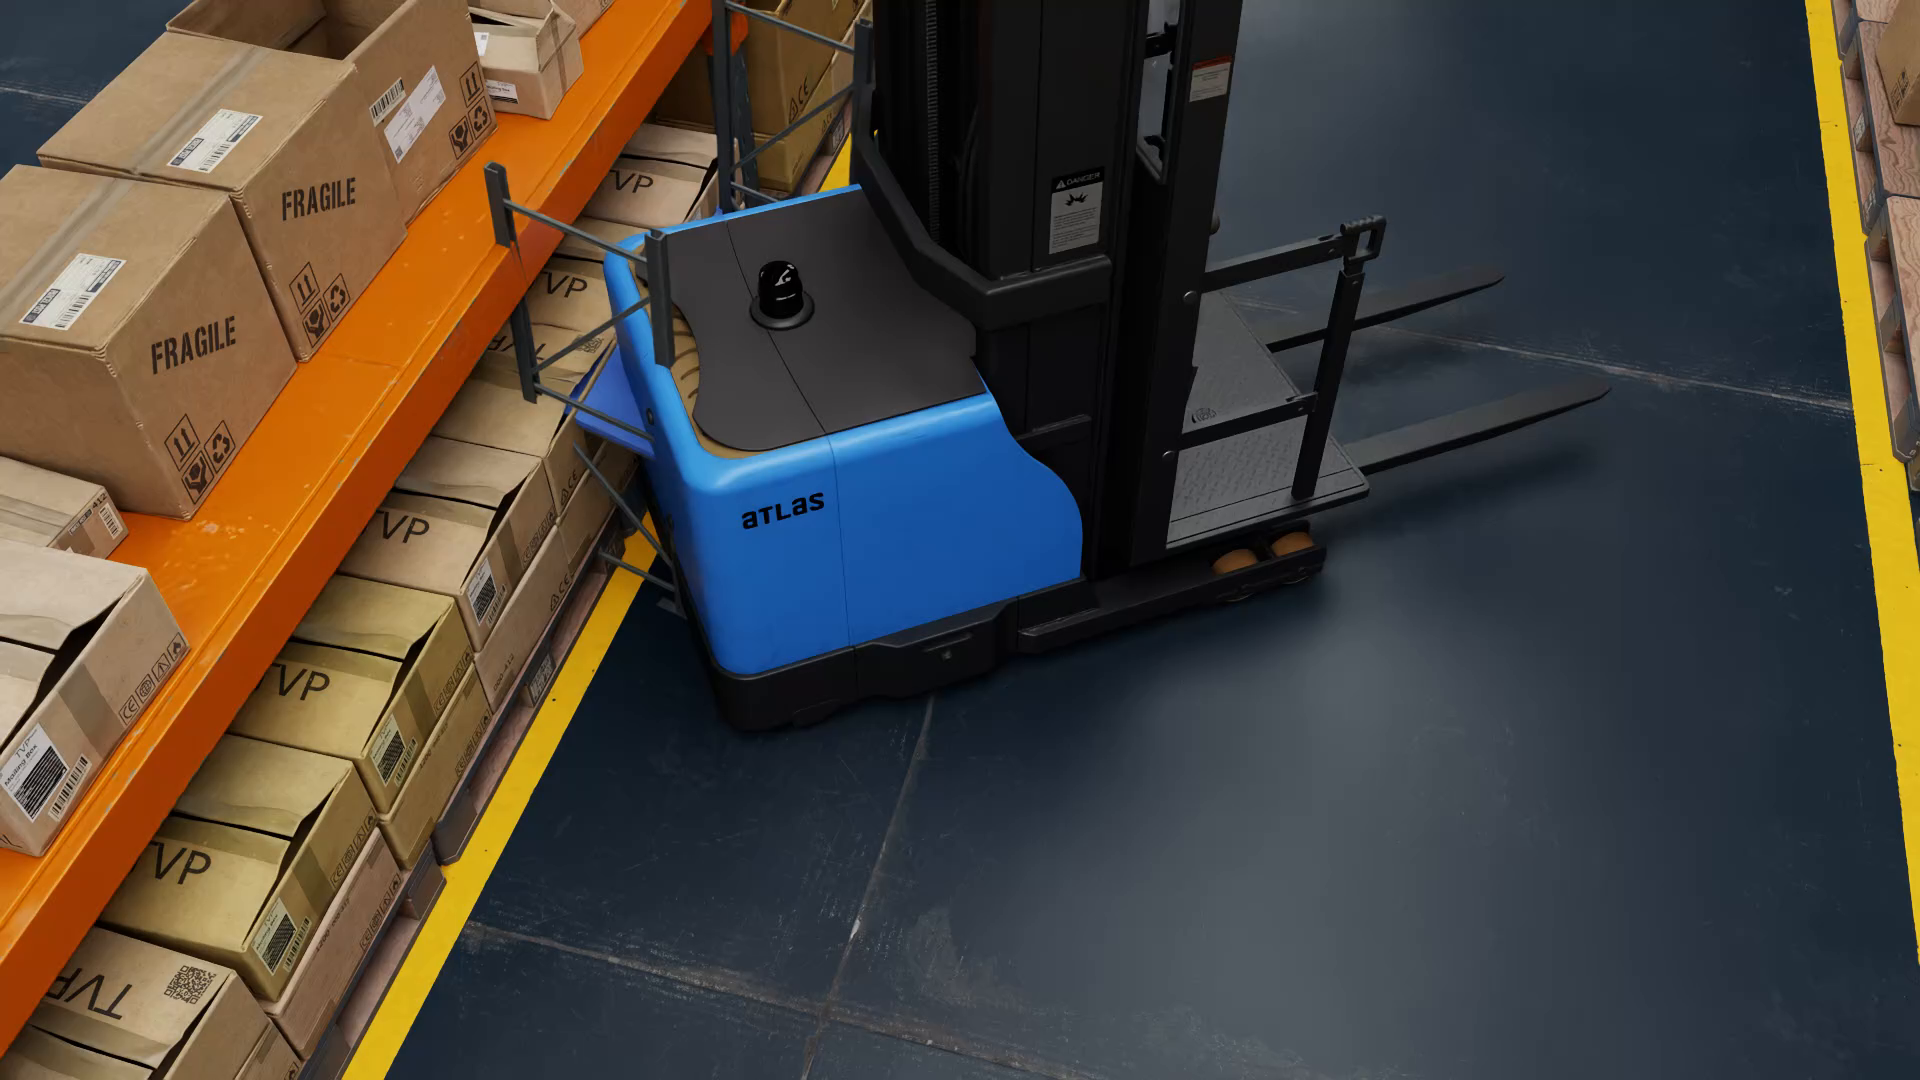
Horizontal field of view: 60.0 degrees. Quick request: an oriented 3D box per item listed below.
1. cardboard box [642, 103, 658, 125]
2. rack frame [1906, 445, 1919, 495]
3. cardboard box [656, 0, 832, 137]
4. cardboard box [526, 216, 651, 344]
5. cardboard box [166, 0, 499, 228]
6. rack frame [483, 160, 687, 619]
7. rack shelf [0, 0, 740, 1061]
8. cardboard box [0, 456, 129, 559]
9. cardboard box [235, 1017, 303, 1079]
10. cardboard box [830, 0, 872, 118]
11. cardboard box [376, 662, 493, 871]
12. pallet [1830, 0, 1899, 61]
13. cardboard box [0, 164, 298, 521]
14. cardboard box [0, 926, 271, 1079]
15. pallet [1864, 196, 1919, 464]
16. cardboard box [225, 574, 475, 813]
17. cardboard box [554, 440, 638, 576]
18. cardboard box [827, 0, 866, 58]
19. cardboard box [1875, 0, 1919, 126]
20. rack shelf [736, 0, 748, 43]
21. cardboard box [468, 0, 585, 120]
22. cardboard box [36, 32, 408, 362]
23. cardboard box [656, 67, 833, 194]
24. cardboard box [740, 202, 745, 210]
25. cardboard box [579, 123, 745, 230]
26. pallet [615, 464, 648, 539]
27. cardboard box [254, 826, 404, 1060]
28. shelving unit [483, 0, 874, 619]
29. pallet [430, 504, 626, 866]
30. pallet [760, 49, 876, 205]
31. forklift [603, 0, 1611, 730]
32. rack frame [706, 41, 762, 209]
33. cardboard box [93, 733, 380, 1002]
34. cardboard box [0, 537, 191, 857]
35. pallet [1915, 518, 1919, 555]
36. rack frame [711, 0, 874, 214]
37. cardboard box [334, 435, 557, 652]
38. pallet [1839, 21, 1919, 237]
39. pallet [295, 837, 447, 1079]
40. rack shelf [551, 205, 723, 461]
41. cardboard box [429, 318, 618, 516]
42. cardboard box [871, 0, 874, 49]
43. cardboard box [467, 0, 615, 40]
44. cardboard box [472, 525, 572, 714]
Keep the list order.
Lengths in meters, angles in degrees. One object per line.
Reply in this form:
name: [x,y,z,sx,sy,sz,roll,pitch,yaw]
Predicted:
cardboard box: [-1.295,-1.674,6.281,0.500,0.250,0.500,12,50,10]
rack frame: [3.574,-1.092,4.213,1.000,3.000,0.127,12,50,10]
cardboard box: [-0.782,-1.817,5.907,0.500,0.500,0.500,12,50,10]
cardboard box: [-1.167,-0.754,5.095,0.500,0.311,0.500,13,50,11]
cardboard box: [-1.562,-1.166,4.212,0.500,0.500,0.500,15,50,13]
rack frame: [-0.977,-0.336,4.522,0.500,1.500,0.032,24,53,13]
rack shelf: [-1.732,-0.382,4.066,1.077,0.370,4.000,12,50,10]
cardboard box: [-1.977,-0.024,3.438,0.380,0.149,0.250,15,50,13]
cardboard box: [-1.838,1.277,3.676,0.500,0.250,0.500,11,50,10]
cardboard box: [-0.655,-1.932,6.508,0.500,0.250,0.500,12,50,10]
cardboard box: [-1.575,0.536,4.330,0.500,0.250,0.500,10,49,9]
pallet: [4.359,-2.427,7.251,1.003,0.211,1.213,12,50,10]
cardboard box: [-1.833,-0.423,3.556,0.500,0.500,0.500,9,49,8]
cardboard box: [-1.838,1.091,3.466,0.500,0.311,0.500,13,50,11]
pallet: [3.717,-0.662,5.693,1.003,0.211,1.213,12,50,10]
cardboard box: [-1.571,0.341,4.128,0.500,0.311,0.500,10,49,9]
cardboard box: [-1.305,-0.203,4.982,0.500,0.250,0.500,13,50,11]
cardboard box: [-0.658,-2.181,6.228,0.500,0.500,0.500,12,50,10]
cardboard box: [3.967,-1.888,6.289,0.700,0.500,0.500,9,49,8]
rack shelf: [-0.680,-3.275,6.620,1.077,0.370,4.000,12,50,10]
cardboard box: [-1.260,-1.350,4.530,0.396,0.266,0.258,10,49,9]
cardboard box: [-1.694,-0.804,3.892,0.500,0.500,0.500,12,50,10]
cardboard box: [-0.791,-1.571,6.190,0.500,0.250,0.500,12,50,10]
cardboard box: [-1.035,-0.939,5.632,0.500,0.250,0.500,11,50,10]
cardboard box: [-1.036,-1.132,5.428,0.500,0.311,0.500,12,50,10]
pallet: [-1.362,-0.603,5.642,1.003,0.211,1.213,12,50,10]
cardboard box: [-1.706,0.913,3.997,0.500,0.250,0.500,10,49,9]
shelving unit: [-0.750,-0.677,4.822,0.538,1.500,1.048,24,53,13]
pallet: [-1.681,0.282,4.860,1.003,0.211,1.213,12,50,10]
pallet: [-0.956,-1.711,6.619,1.003,0.211,1.213,12,50,10]
forklift: [0.581,-1.138,4.299,3.031,2.935,1.130,-16,51,-14]
rack frame: [-1.206,-2.067,5.073,1.000,3.000,0.127,12,50,10]
cardboard box: [-1.707,0.710,3.803,0.500,0.311,0.500,10,49,9]
cardboard box: [-1.836,0.247,3.090,0.500,0.311,0.500,11,49,10]
pallet: [3.371,0.394,4.761,1.003,0.211,1.213,12,50,10]
rack frame: [-0.522,-1.018,5.123,0.500,1.500,0.032,24,53,13]
cardboard box: [-1.436,-0.031,4.456,0.500,0.311,0.500,11,49,10]
pallet: [4.036,-1.547,6.475,1.003,0.211,1.213,12,50,10]
pallet: [-2.004,1.162,4.084,1.003,0.211,1.213,12,50,10]
rack shelf: [-0.764,-0.564,4.962,0.538,0.185,1.000,24,53,13]
cardboard box: [-1.300,-0.394,4.777,0.500,0.311,0.500,11,50,10]
cardboard box: [-0.518,-2.293,6.827,0.500,0.250,0.500,12,50,10]
cardboard box: [-1.293,-1.652,4.808,0.500,0.250,0.500,14,50,12]
cardboard box: [-1.440,0.165,4.658,0.500,0.250,0.500,12,50,11]
